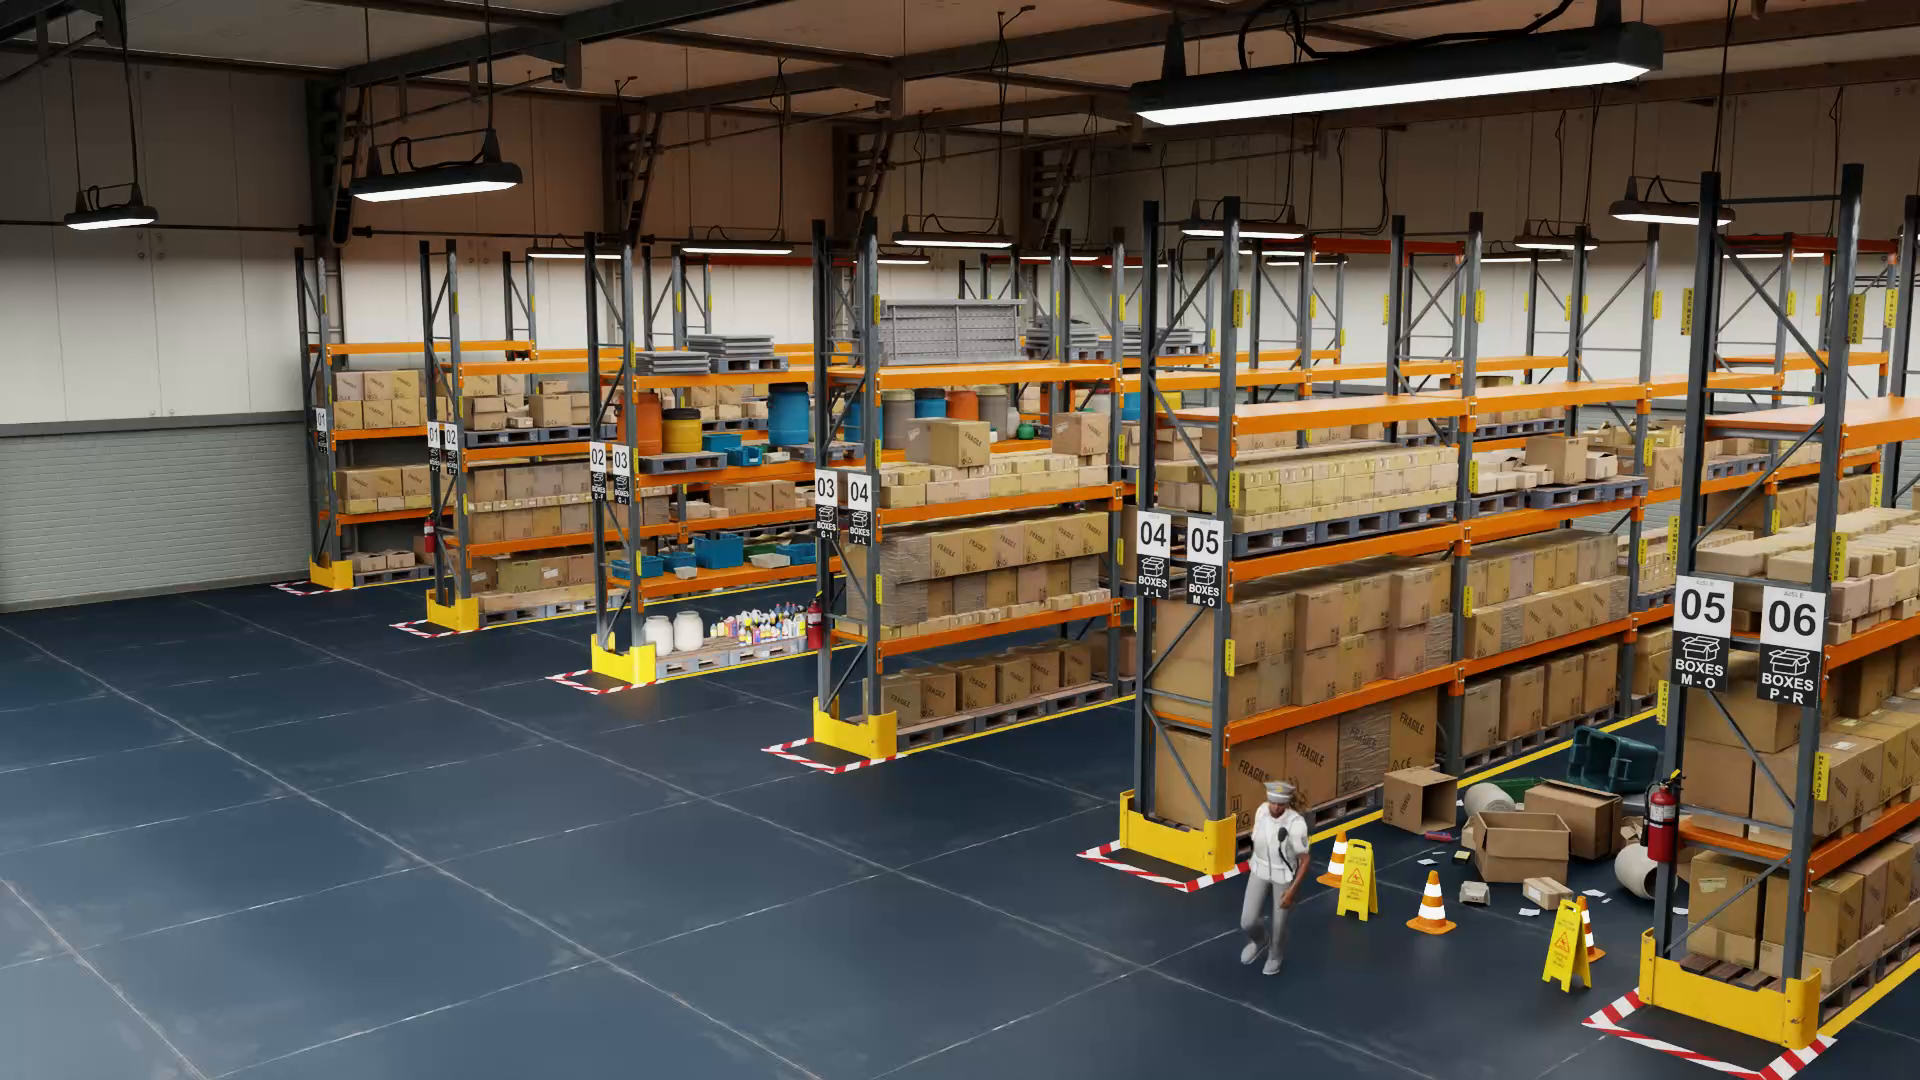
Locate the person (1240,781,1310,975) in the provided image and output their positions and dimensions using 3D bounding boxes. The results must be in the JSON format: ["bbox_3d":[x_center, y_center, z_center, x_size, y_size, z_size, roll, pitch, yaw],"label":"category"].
[{"bbox_3d":[2.382,2.550,12.536,0.583,1.614,0.675,5,10,29],"label":"person"}]

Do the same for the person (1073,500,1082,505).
[{"bbox_3d":[2.313,-0.363,32.111,0.538,1.687,0.700,7,11,40],"label":"person"}]
